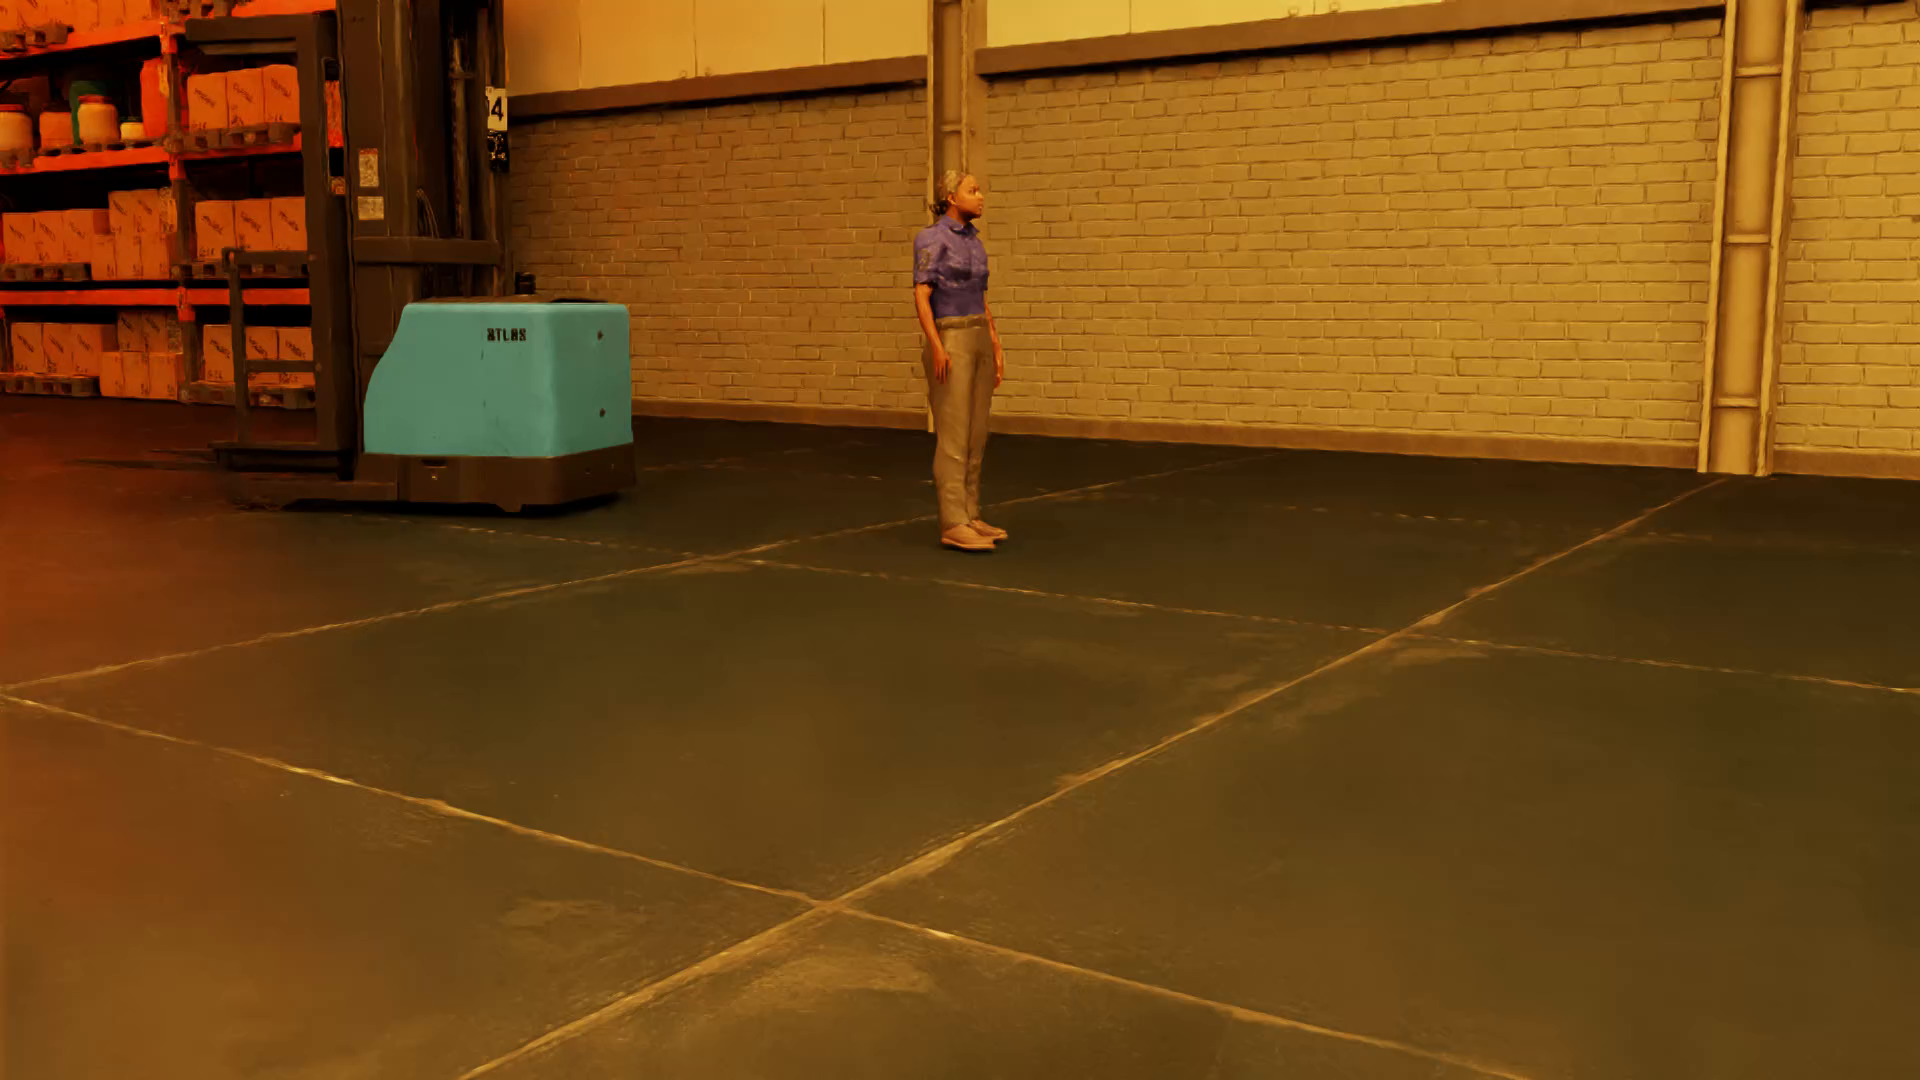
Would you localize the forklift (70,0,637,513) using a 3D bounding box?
[{"bbox_3d":[-3.369,-1.674,8.966,3.031,2.935,1.130,2,8,14],"label":"forklift"}]

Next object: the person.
[{"bbox_3d":[0.062,-0.811,7.423,0.503,1.641,0.570,5,10,34],"label":"person"}]
